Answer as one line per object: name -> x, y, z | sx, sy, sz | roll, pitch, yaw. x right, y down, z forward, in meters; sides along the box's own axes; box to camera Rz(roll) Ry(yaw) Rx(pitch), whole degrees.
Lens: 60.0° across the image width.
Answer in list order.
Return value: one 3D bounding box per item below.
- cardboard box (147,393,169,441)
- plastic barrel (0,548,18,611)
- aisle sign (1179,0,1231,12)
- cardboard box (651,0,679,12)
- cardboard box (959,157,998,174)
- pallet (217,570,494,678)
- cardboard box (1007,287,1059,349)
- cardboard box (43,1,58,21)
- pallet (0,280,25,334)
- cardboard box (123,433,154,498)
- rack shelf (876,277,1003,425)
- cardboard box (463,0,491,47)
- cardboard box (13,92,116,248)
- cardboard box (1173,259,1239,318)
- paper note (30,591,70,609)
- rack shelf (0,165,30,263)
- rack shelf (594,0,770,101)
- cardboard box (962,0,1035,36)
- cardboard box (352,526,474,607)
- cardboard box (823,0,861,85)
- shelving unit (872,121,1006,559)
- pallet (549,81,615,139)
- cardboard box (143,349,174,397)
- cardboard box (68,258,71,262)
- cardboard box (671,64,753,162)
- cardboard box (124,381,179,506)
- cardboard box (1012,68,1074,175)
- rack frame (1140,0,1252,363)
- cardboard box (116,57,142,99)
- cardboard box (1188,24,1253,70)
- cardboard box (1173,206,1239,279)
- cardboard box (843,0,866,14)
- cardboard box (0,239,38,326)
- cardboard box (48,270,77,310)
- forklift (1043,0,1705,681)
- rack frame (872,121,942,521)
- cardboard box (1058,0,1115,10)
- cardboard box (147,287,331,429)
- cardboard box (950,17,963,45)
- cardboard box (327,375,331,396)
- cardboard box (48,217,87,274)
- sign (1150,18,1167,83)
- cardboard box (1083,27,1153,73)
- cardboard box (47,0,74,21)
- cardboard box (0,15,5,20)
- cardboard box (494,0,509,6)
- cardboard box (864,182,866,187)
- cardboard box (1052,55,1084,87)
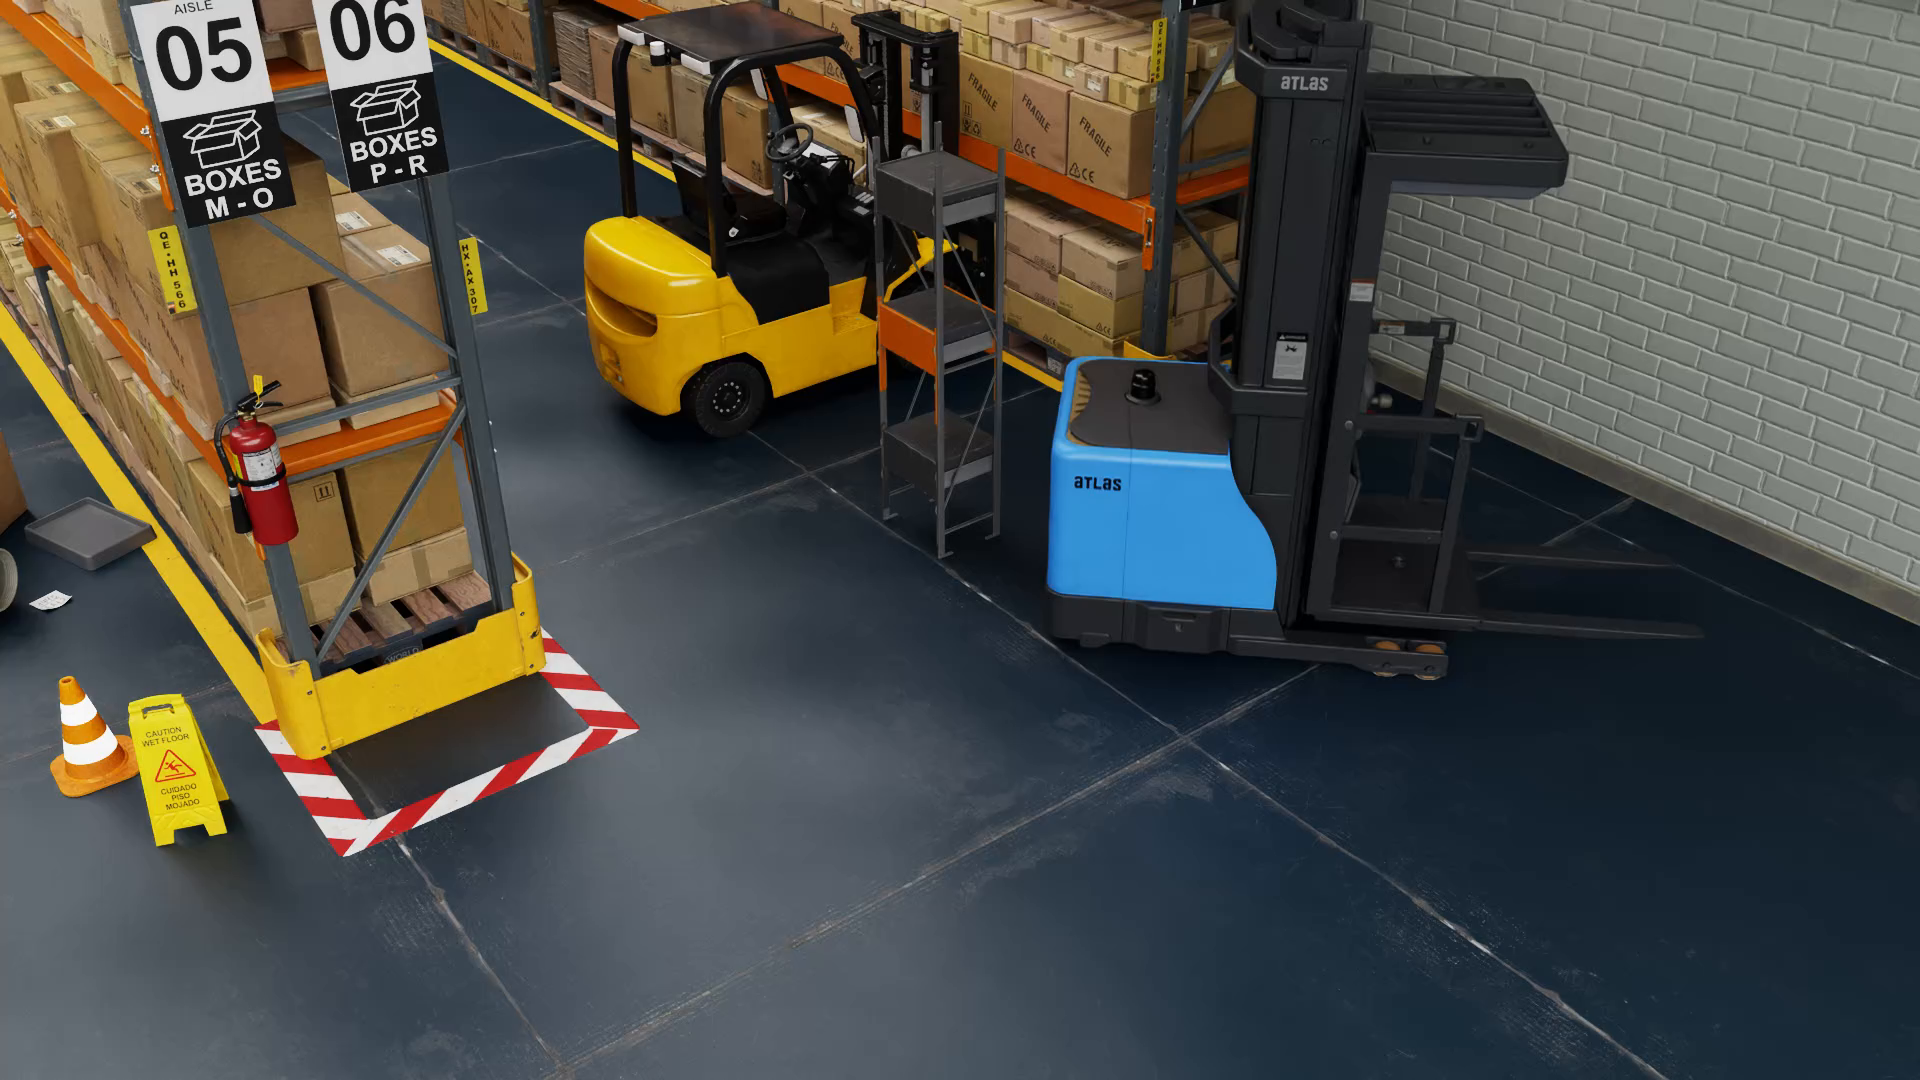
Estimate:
cardboard box -> -3.565, -0.626, 7.797 | 0.380, 0.149, 0.250 | -22, 38, -31
plastic barrel -> -4.900, 0.189, 8.045 | 0.512, 0.421, 0.421 | 1, 32, 2
aisle sign -> 1.289, -3.124, 8.473 | 0.394, 0.787, 0.004 | -22, 38, -31
cardboard box -> -2.081, -4.296, 12.966 | 0.500, 0.250, 0.500 | -22, 38, -31
cardboard box -> 0.012, -2.300, 10.871 | 0.500, 0.250, 0.500 | -23, 39, -32
pallet -> -2.955, 0.268, 8.118 | 1.003, 0.211, 1.213 | -22, 38, -31
cardboard box -> 0.646, -1.457, 10.460 | 0.500, 0.250, 0.500 | -22, 38, -31
cardboard box -> -3.641, -2.303, 7.011 | 0.380, 0.149, 0.250 | -23, 39, -33
pallet -> -6.122, -1.850, 11.529 | 1.003, 0.211, 1.213 | -22, 38, -31
cardboard box -> -4.079, -0.440, 8.823 | 0.500, 0.250, 0.500 | -23, 38, -32
rack shelf -> -0.101, -0.949, 8.314 | 0.431, 0.518, 0.480 | -22, 38, -31
cardboard box -> -4.476, -5.129, 16.136 | 0.500, 0.500, 0.500 | -20, 37, -29
cardboard box -> -3.622, -1.663, 7.261 | 0.700, 0.500, 0.500 | -23, 38, -32
cardboard box -> 1.356, -1.628, 10.263 | 0.500, 0.250, 0.500 | -21, 38, -31
paper note -> -4.506, 0.297, 8.242 | 0.148, 0.019, 0.142 | 18, 36, 27
rack shelf -> -6.117, -2.730, 10.984 | 1.077, 0.370, 4.000 | -22, 38, -31
rack shelf -> -2.199, -4.337, 13.572 | 1.077, 0.370, 4.000 | -22, 38, -31
cardboard box -> 0.233, -3.167, 10.015 | 0.380, 0.149, 0.250 | -21, 38, -30
cardboard box -> -2.714, 0.029, 8.068 | 0.500, 0.250, 0.500 | -23, 38, -32
cardboard box -> -0.574, -3.371, 11.239 | 0.500, 0.500, 0.500 | -22, 38, -31
shelving unit -> -0.101, -0.961, 8.307 | 0.431, 2.100, 0.503 | -22, 38, -31
pallet -> -2.951, -3.936, 14.887 | 1.003, 0.211, 1.213 | -22, 38, -31
cardboard box -> -3.401, -0.796, 7.426 | 0.380, 0.149, 0.250 | -22, 38, -31
cardboard box -> -4.444, -1.556, 8.651 | 0.380, 0.149, 0.250 | -21, 38, -30
cardboard box -> -1.771, -3.519, 13.425 | 0.875, 0.625, 0.625 | -23, 38, -32
cardboard box -> -3.762, -0.542, 8.277 | 0.500, 0.500, 0.500 | -23, 39, -32
cardboard box -> 0.661, -2.524, 9.876 | 0.500, 0.500, 0.500 | -21, 38, -30
rack frame -> 1.481, -2.142, 9.356 | 1.000, 3.000, 0.127 | -22, 38, -31
cardboard box -> -2.878, -1.761, 6.137 | 0.380, 0.149, 0.250 | -22, 38, -31
cardboard box -> 1.443, -2.796, 9.417 | 0.380, 0.149, 0.250 | -23, 39, -32
cardboard box -> 1.335, -1.839, 10.128 | 0.500, 0.250, 0.500 | -23, 39, -32
cardboard box -> -0.550, -3.576, 10.954 | 0.380, 0.149, 0.250 | -21, 38, -30
cardboard box -> -5.658, -1.780, 10.866 | 0.950, 0.372, 0.625 | -20, 37, -29
cardboard box -> -4.713, -1.402, 9.046 | 0.380, 0.149, 0.250 | -22, 38, -31
forklift -> 1.956, -0.894, 7.411 | 3.031, 2.935, 1.130 | 4, 32, 6
rack frame -> -0.251, -1.063, 8.471 | 0.400, 2.100, 0.015 | -22, 38, -31
cardboard box -> 0.815, -3.231, 10.118 | 0.380, 0.149, 0.250 | -21, 38, -30
cardboard box -> -2.988, -0.841, 6.884 | 0.500, 0.500, 0.500 | -23, 39, -32
cardboard box -> 0.159, -3.174, 10.308 | 0.380, 0.149, 0.250 | -23, 38, -32
cardboard box -> -2.649, -0.737, 7.332 | 0.380, 0.149, 0.250 | -22, 38, -31
cardboard box -> -4.217, -1.682, 8.239 | 0.500, 0.500, 0.500 | -23, 38, -32
sign -> 1.044, -2.565, 8.715 | 0.100, 0.325, 0.005 | -22, 38, -31
cardboard box -> 0.919, -2.761, 9.360 | 0.380, 0.149, 0.250 | -22, 38, -31
cardboard box -> -3.262, -2.212, 6.486 | 0.500, 0.250, 0.500 | -23, 38, -32
cardboard box -> -4.792, -2.542, 8.675 | 0.700, 0.500, 0.500 | -23, 38, -32
cardboard box -> -4.120, -5.096, 15.469 | 0.380, 0.149, 0.250 | -24, 39, -34
cardboard box -> -0.310, -2.308, 11.358 | 0.500, 0.250, 0.500 | -23, 38, -32
cardboard box -> 0.756, -2.739, 9.608 | 0.380, 0.149, 0.250 | -21, 38, -31
